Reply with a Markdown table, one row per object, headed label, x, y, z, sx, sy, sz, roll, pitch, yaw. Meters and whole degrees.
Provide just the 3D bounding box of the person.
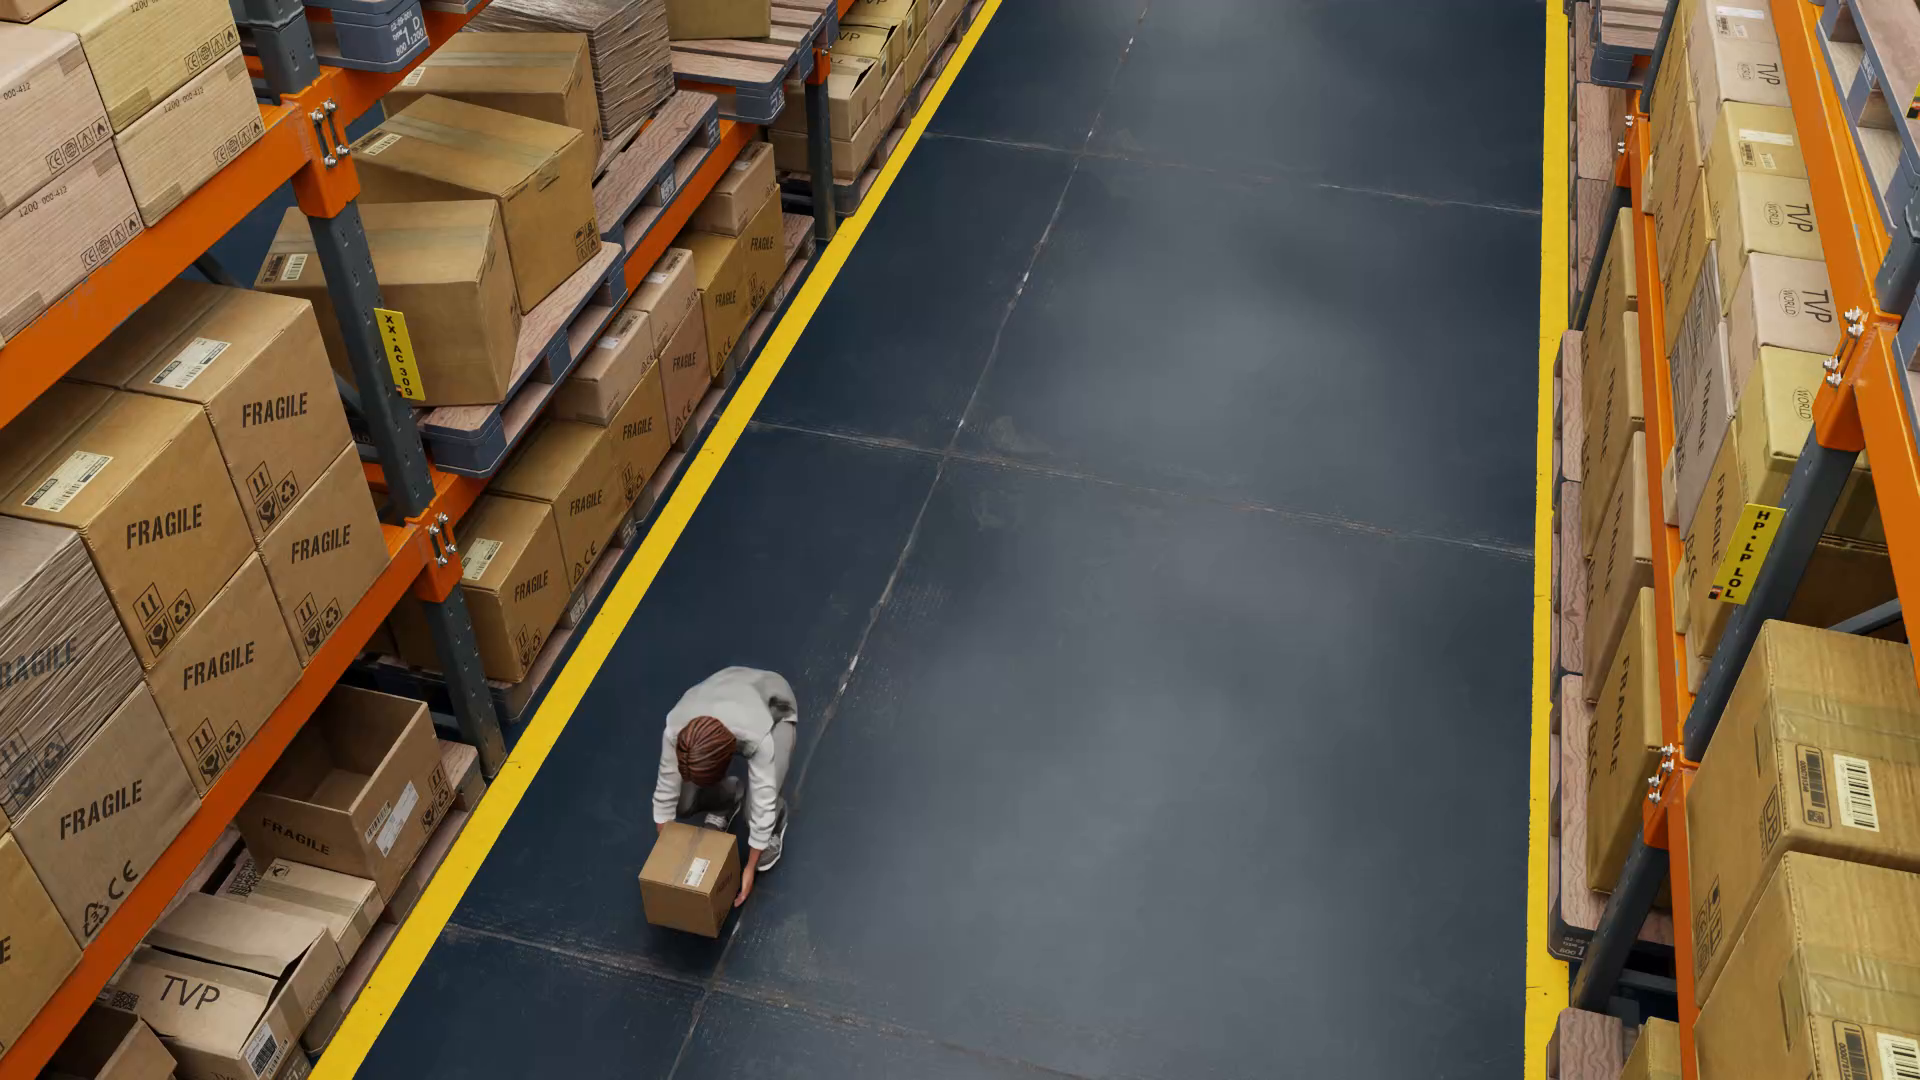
| label | x | y | z | sx | sy | sz | roll | pitch | yaw |
| --- | --- | --- | --- | --- | --- | --- | --- | --- | --- |
| person | -0.784 | 0.788 | 5.770 | 0.451 | 0.948 | 0.784 | 10 | 43 | 11 |
